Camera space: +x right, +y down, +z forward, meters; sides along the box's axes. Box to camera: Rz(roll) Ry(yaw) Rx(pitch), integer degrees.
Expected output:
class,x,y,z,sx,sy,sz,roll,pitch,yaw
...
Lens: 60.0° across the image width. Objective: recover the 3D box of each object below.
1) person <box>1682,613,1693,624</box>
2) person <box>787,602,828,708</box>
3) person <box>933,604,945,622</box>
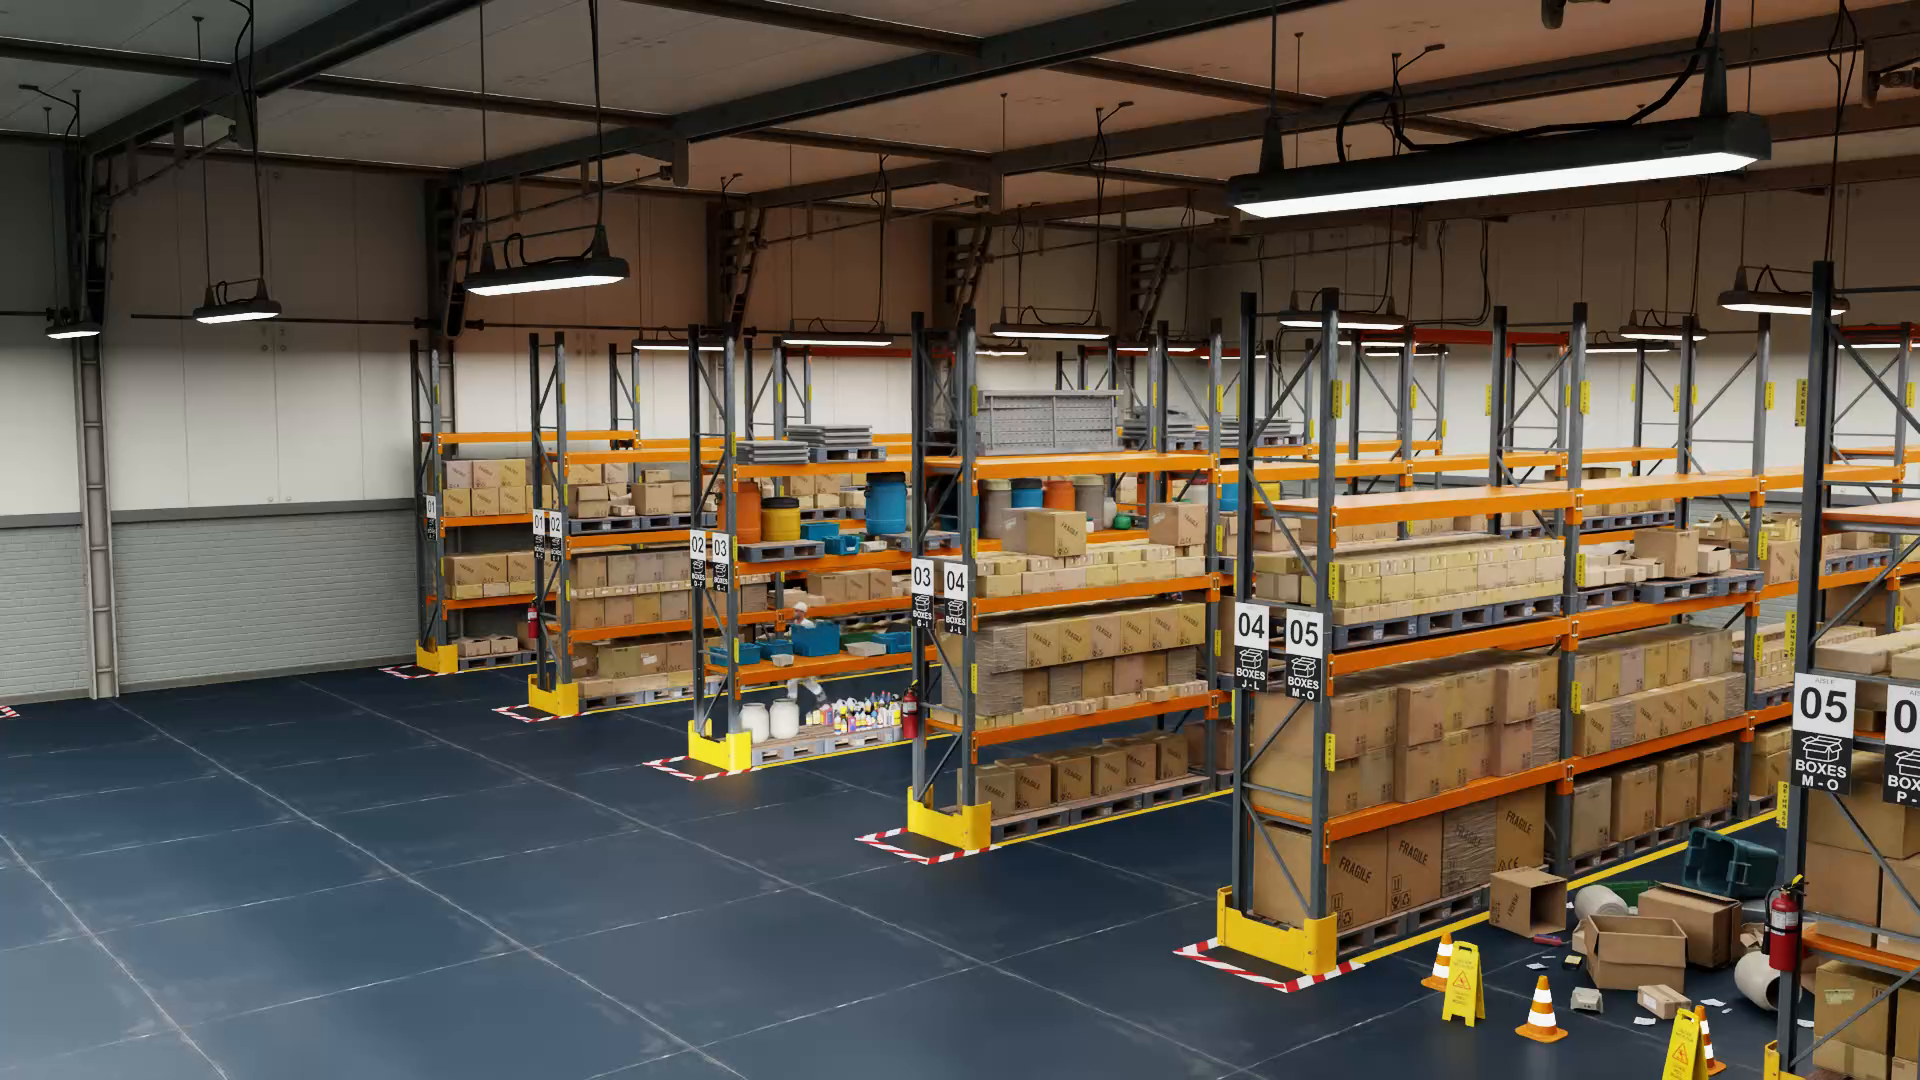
class,x,y,z,sx,sy,sz,roll,pitch,yaw
person,10.976,1.960,25.315,0.531,1.742,0.673,-4,7,-36
person,-2.424,1.865,25.947,0.929,1.803,0.634,-5,7,-44
person,-0.407,1.166,34.297,0.545,1.726,0.758,4,7,38
